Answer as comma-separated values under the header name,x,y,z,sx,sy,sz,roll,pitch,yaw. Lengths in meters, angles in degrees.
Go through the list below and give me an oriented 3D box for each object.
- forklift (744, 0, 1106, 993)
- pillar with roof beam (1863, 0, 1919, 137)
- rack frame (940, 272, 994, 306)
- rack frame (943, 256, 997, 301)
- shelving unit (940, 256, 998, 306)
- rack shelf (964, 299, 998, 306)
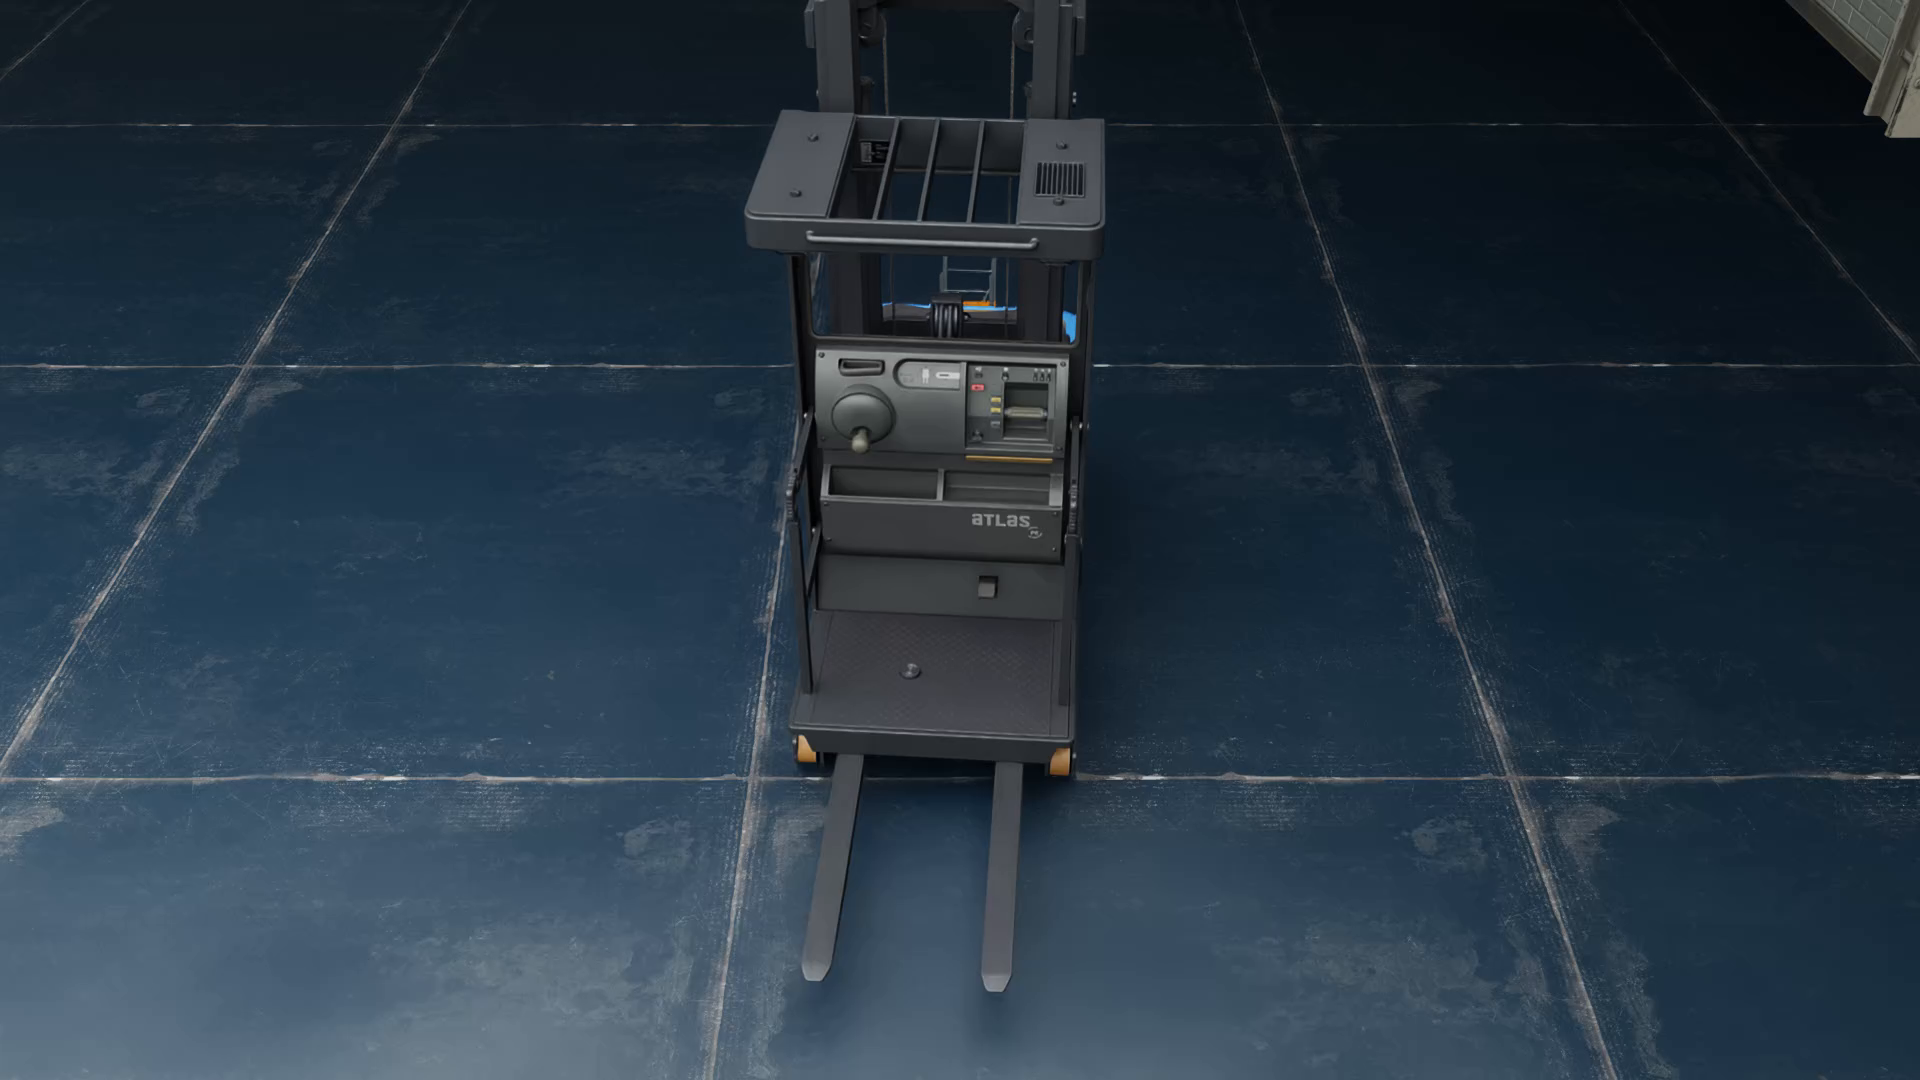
name,x,y,z,sx,sy,sz,roll,pitch,yaw
forklift,-0.080,-0.428,5.940,1.130,2.935,3.031,2,39,3
pillar with roof beam,2.045,-6.322,8.443,9.100,9.000,0.400,0,39,0
rack frame,0.031,-0.703,7.667,0.240,1.200,0.006,2,39,3
rack frame,0.044,-0.817,7.810,0.240,1.200,0.006,2,39,3
shelving unit,0.037,-0.760,7.738,0.258,1.200,0.189,2,39,3
rack shelf,0.037,-1.006,7.541,0.258,0.103,0.180,2,39,3
